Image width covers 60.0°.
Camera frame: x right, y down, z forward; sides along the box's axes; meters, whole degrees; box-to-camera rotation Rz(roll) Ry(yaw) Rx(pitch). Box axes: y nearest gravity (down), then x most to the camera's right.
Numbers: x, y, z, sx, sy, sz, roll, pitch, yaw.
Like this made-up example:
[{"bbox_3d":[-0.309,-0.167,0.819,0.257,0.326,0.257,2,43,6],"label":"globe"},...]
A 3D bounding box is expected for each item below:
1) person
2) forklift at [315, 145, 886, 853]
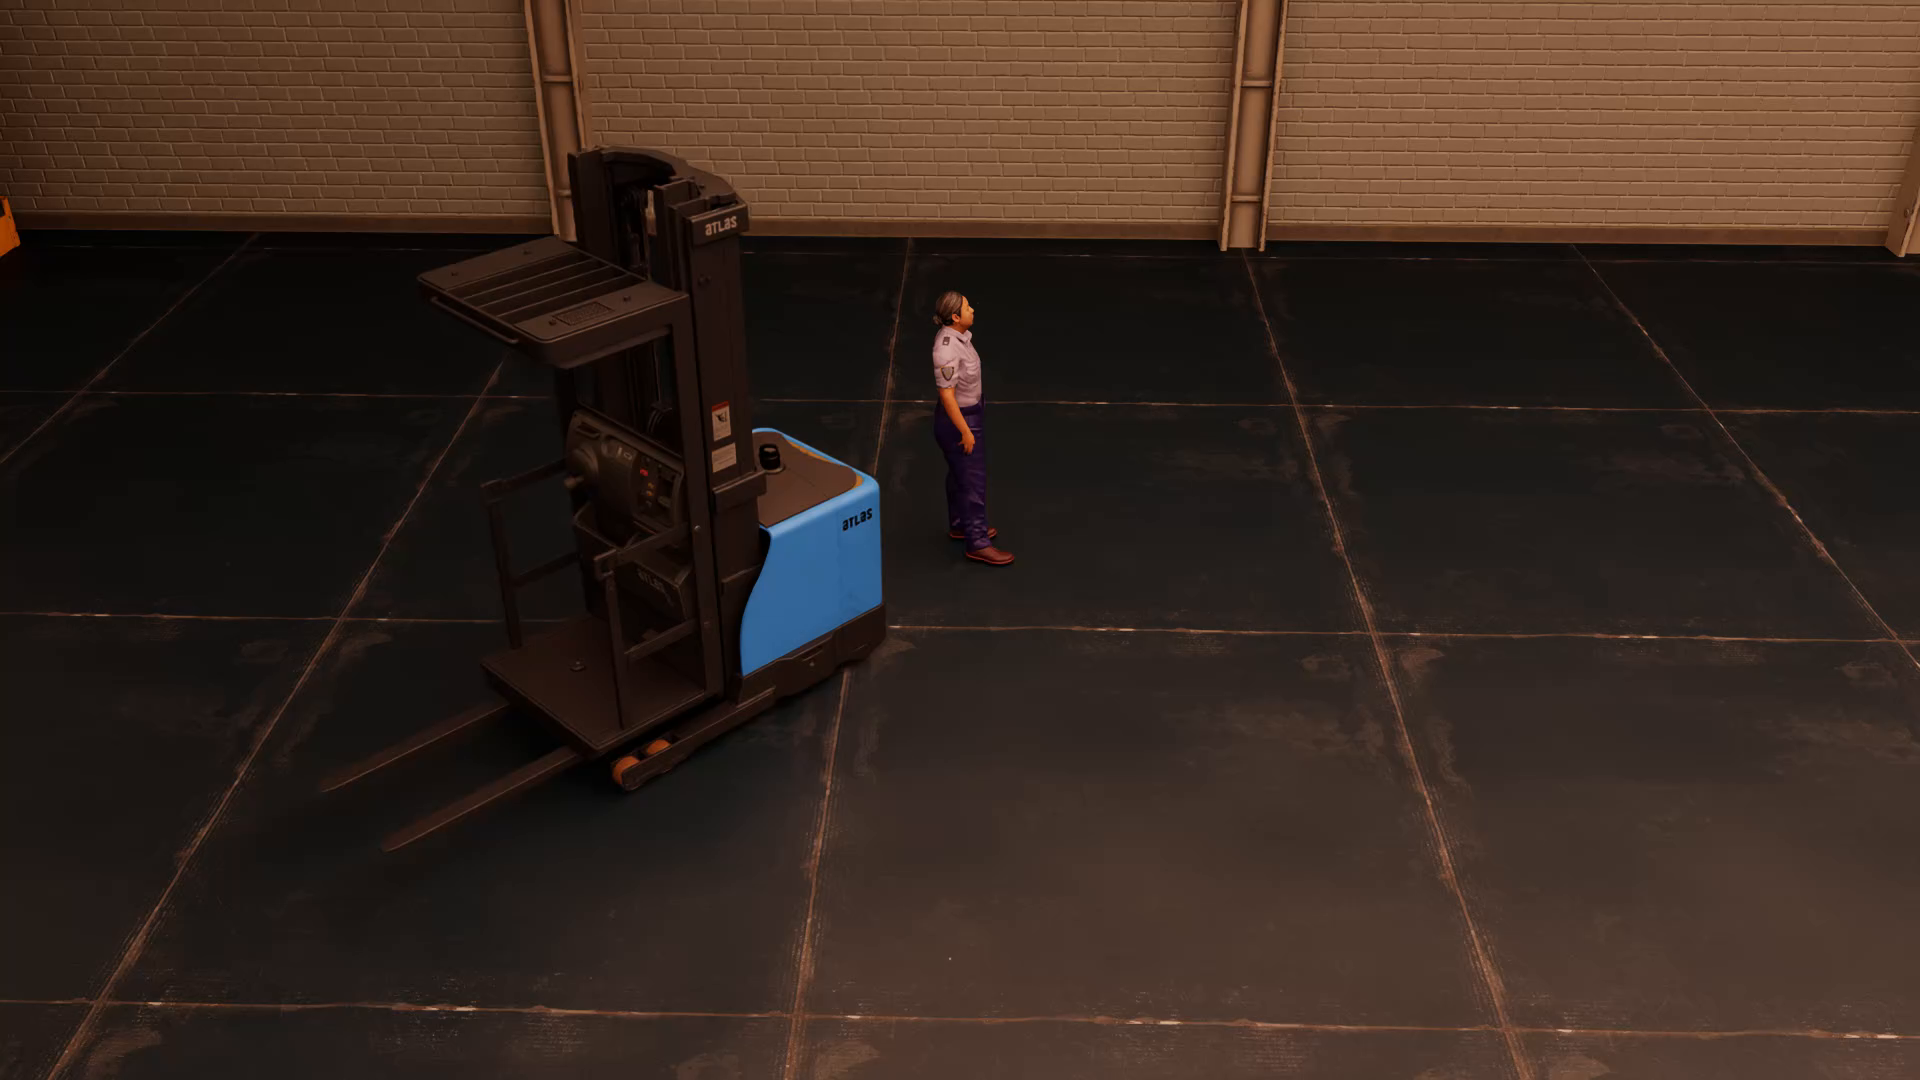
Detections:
[{"bbox_3d":[0.089,-0.704,10.056,0.503,1.650,0.599,1,31,1],"label":"person"},{"bbox_3d":[-1.814,-0.301,8.125,1.130,2.935,3.031,27,40,37],"label":"forklift"}]
